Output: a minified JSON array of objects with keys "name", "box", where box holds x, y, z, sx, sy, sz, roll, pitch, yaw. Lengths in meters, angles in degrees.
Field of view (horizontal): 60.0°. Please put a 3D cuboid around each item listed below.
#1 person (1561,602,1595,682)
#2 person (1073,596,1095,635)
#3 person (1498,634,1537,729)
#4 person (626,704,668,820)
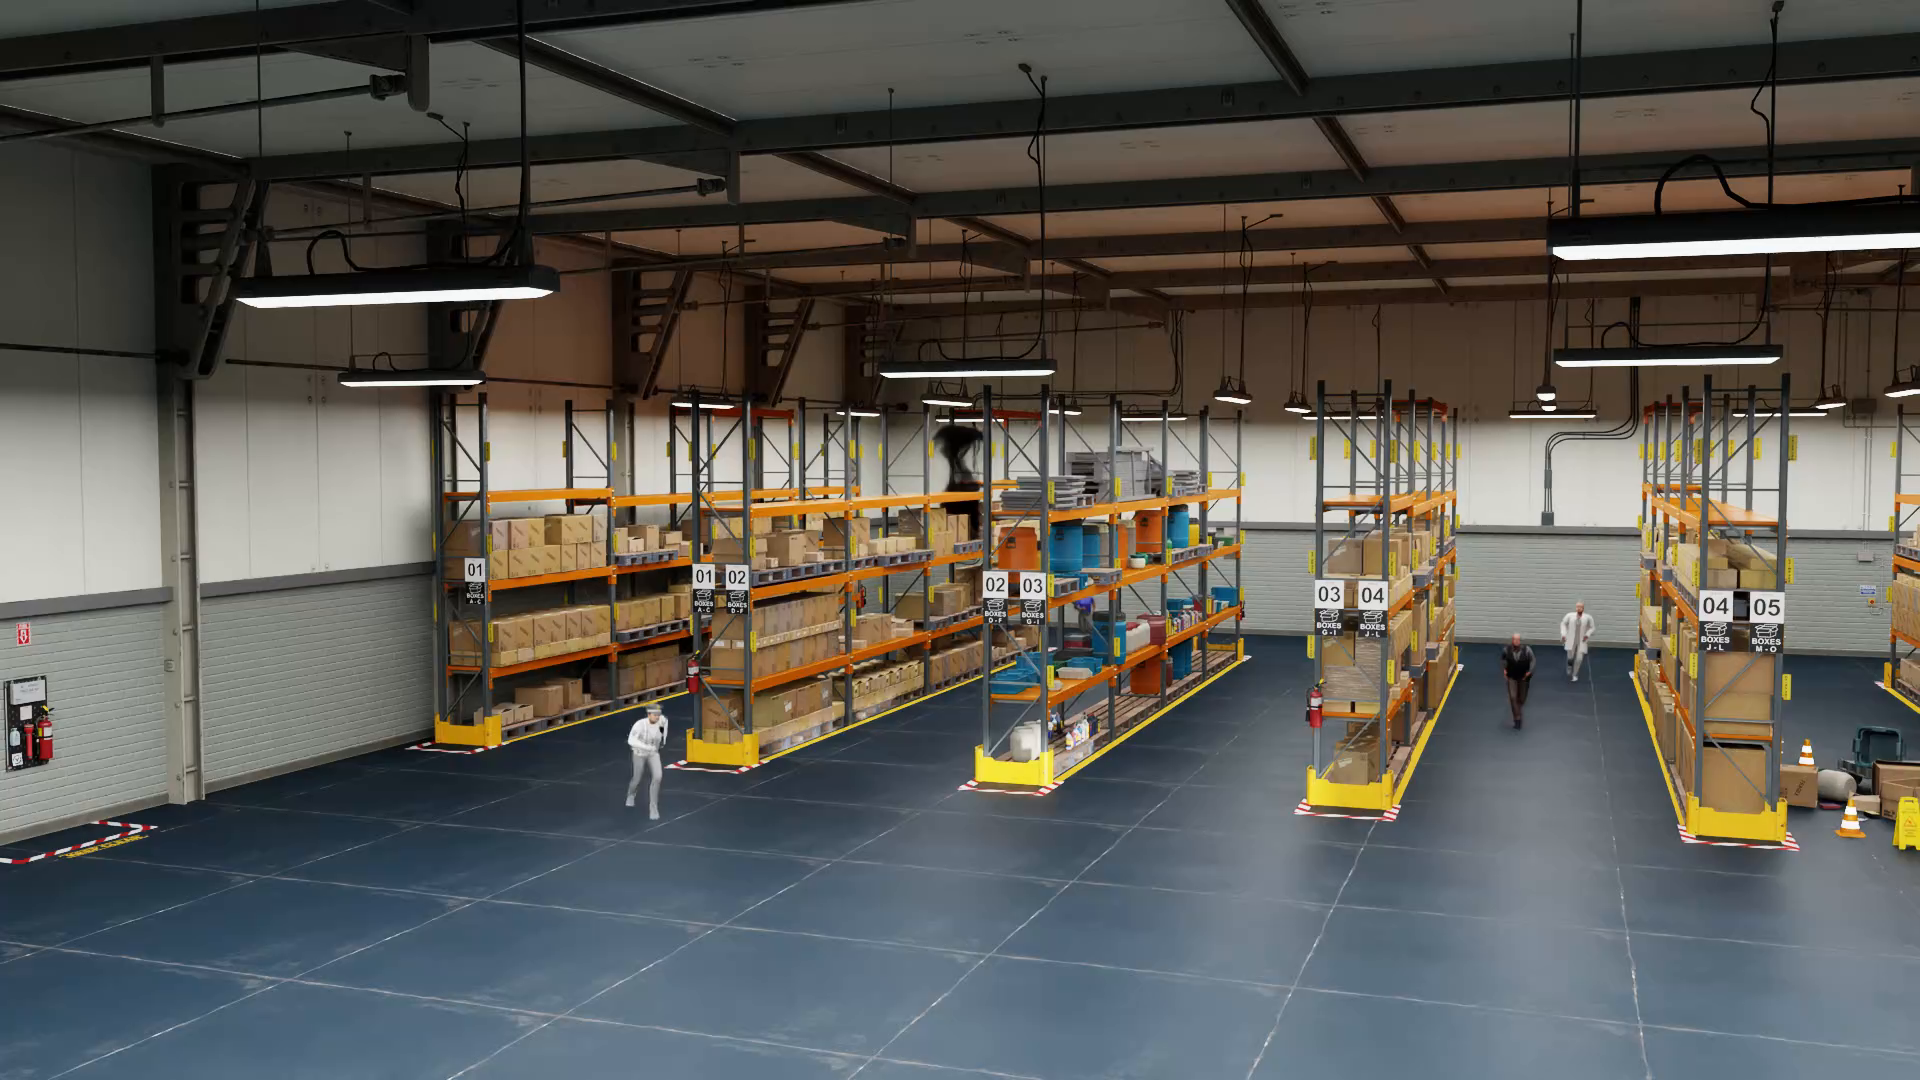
[{"name":"person","box":[13.494,2.216,36.336,0.713,1.730,0.642,1,3,23]},{"name":"person","box":[3.110,1.971,41.560,0.578,1.692,0.822,0,3,-1]},{"name":"person","box":[10.197,2.553,30.444,0.660,1.717,1.019,1,3,15]},{"name":"person","box":[-4.346,3.019,22.945,0.657,1.621,0.956,-2,4,-36]}]
